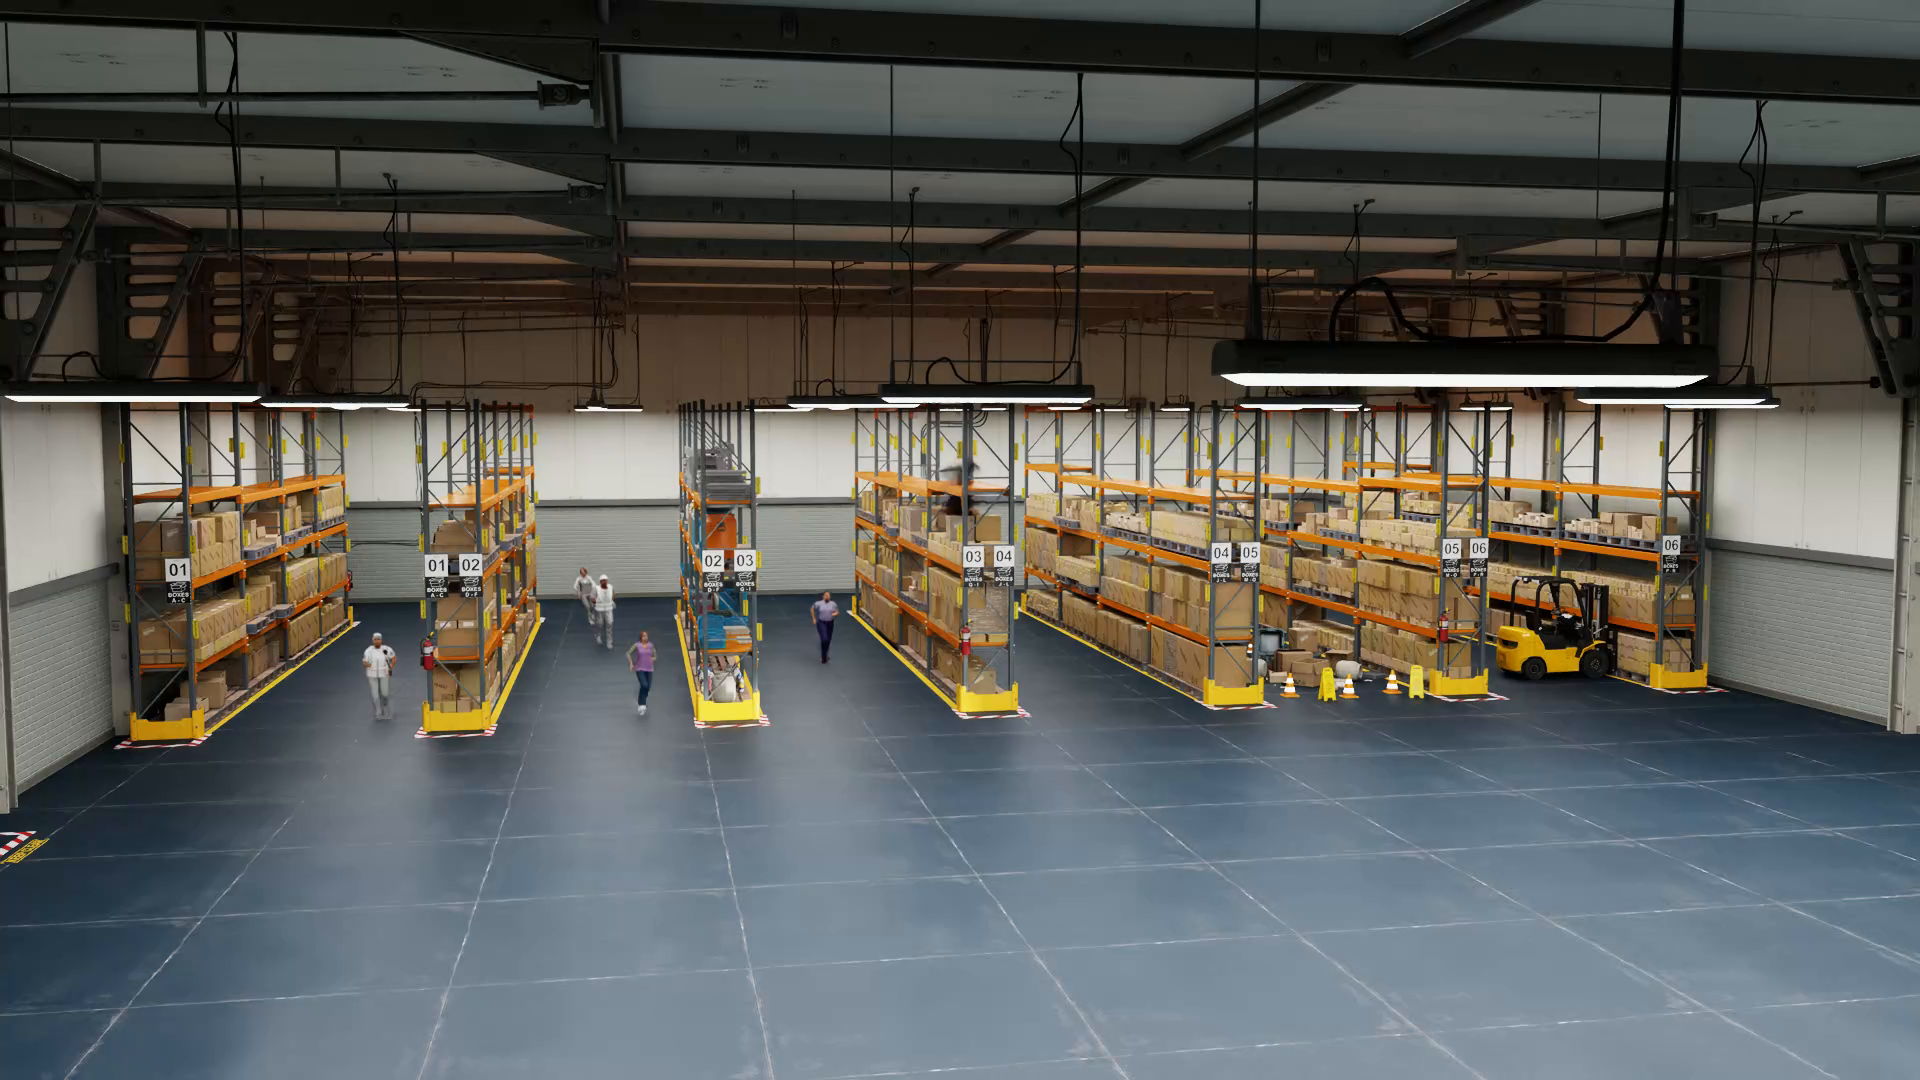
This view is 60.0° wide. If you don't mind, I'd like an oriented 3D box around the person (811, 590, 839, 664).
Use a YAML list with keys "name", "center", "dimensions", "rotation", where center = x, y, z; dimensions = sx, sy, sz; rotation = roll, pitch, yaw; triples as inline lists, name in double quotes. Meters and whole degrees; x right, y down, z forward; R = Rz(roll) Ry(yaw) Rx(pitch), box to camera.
- name: "person"
  center: [-3.100, 2.019, 38.416]
  dimensions: [0.570, 1.694, 0.821]
  rotation: [-2, 5, -25]

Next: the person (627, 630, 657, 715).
- name: "person"
  center: [-6.043, 2.525, 31.792]
  dimensions: [0.510, 1.607, 0.676]
  rotation: [-3, 5, -33]

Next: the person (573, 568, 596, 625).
- name: "person"
  center: [-10.253, 1.523, 45.437]
  dimensions: [0.601, 1.554, 0.630]
  rotation: [-1, 5, -19]

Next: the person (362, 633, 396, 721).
- name: "person"
  center: [-10.832, 2.565, 31.009]
  dimensions: [0.587, 1.660, 0.610]
  rotation: [-1, 4, -14]

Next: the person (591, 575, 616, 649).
- name: "person"
  center: [-8.764, 1.731, 40.869]
  dimensions: [0.645, 1.785, 0.977]
  rotation: [-2, 5, -23]
